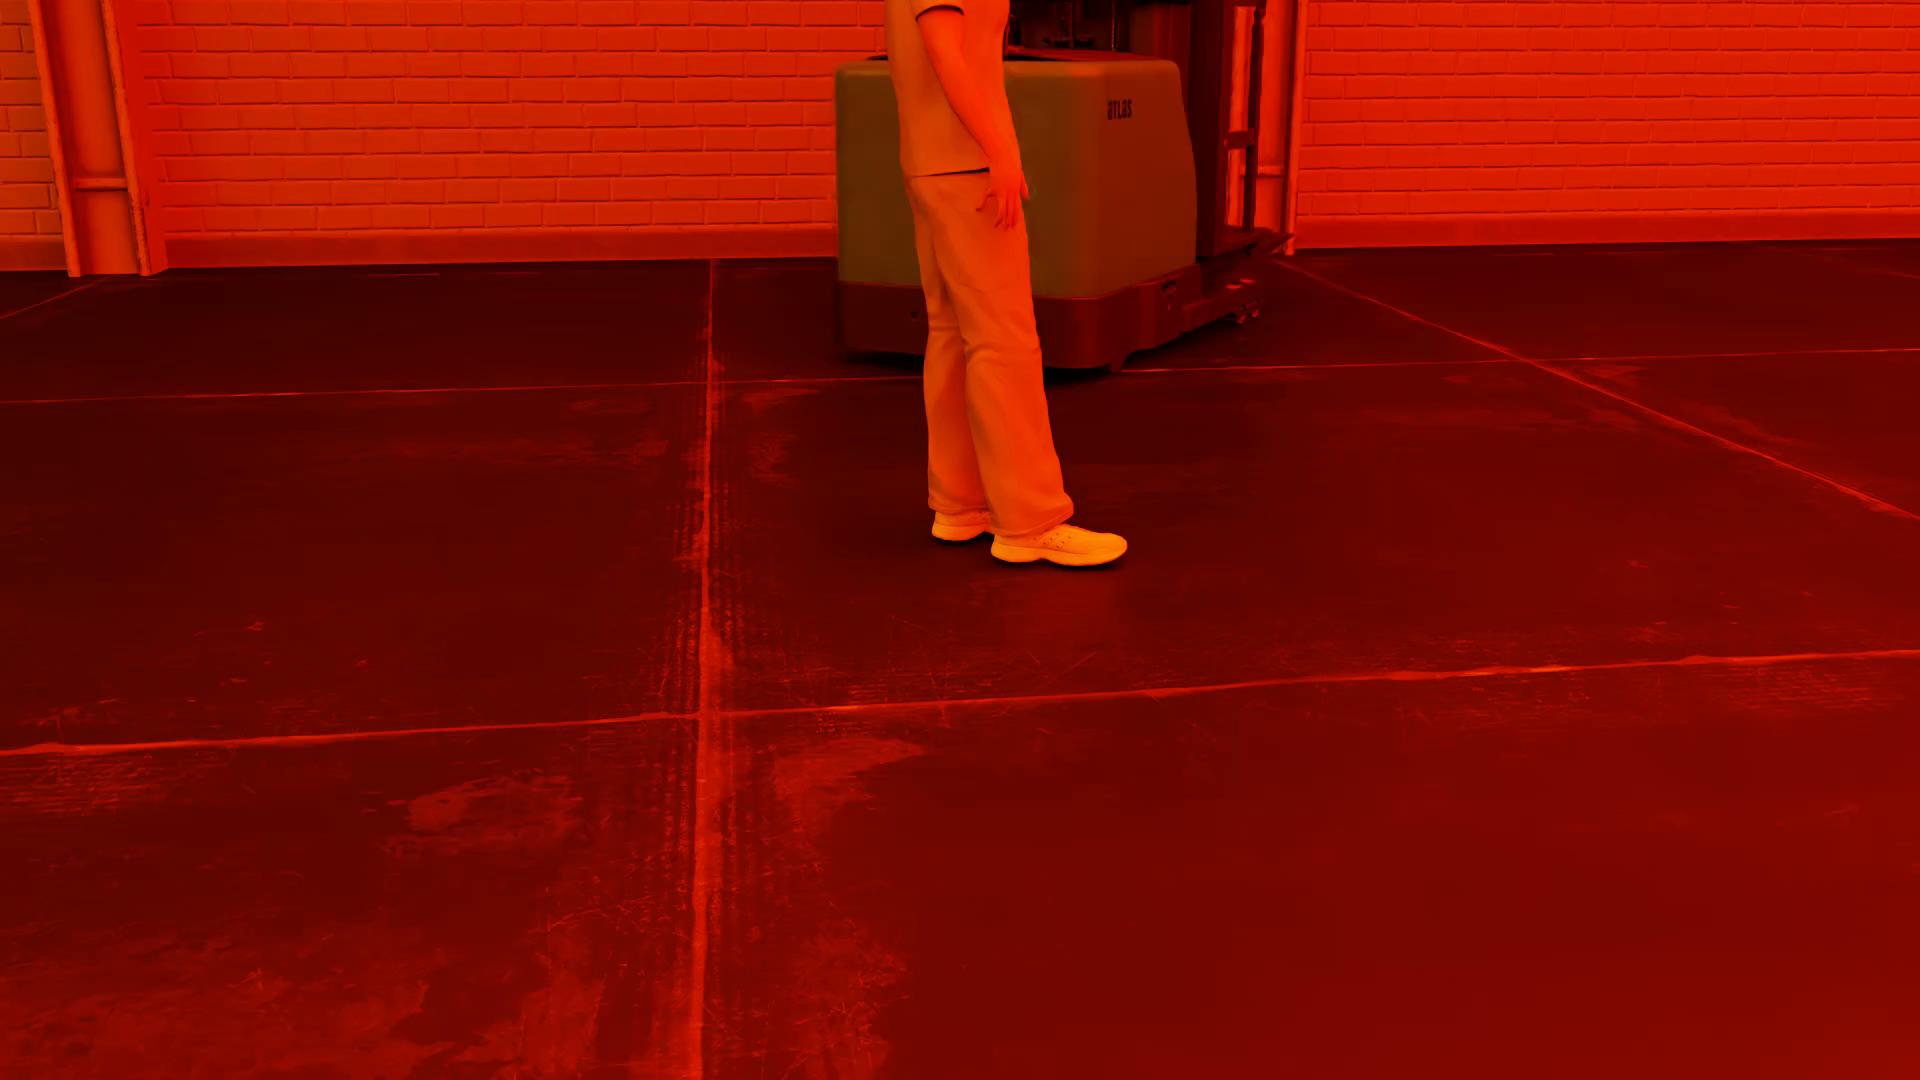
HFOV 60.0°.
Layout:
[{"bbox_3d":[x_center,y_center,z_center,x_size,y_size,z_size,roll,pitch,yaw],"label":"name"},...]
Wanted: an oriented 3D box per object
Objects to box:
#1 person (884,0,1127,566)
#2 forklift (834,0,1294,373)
[{"bbox_3d":[0.083,-0.803,3.722,0.532,1.661,0.549,-2,17,-8],"label":"person"},{"bbox_3d":[0.661,-2.361,6.720,1.130,2.935,3.031,8,19,26],"label":"forklift"}]
